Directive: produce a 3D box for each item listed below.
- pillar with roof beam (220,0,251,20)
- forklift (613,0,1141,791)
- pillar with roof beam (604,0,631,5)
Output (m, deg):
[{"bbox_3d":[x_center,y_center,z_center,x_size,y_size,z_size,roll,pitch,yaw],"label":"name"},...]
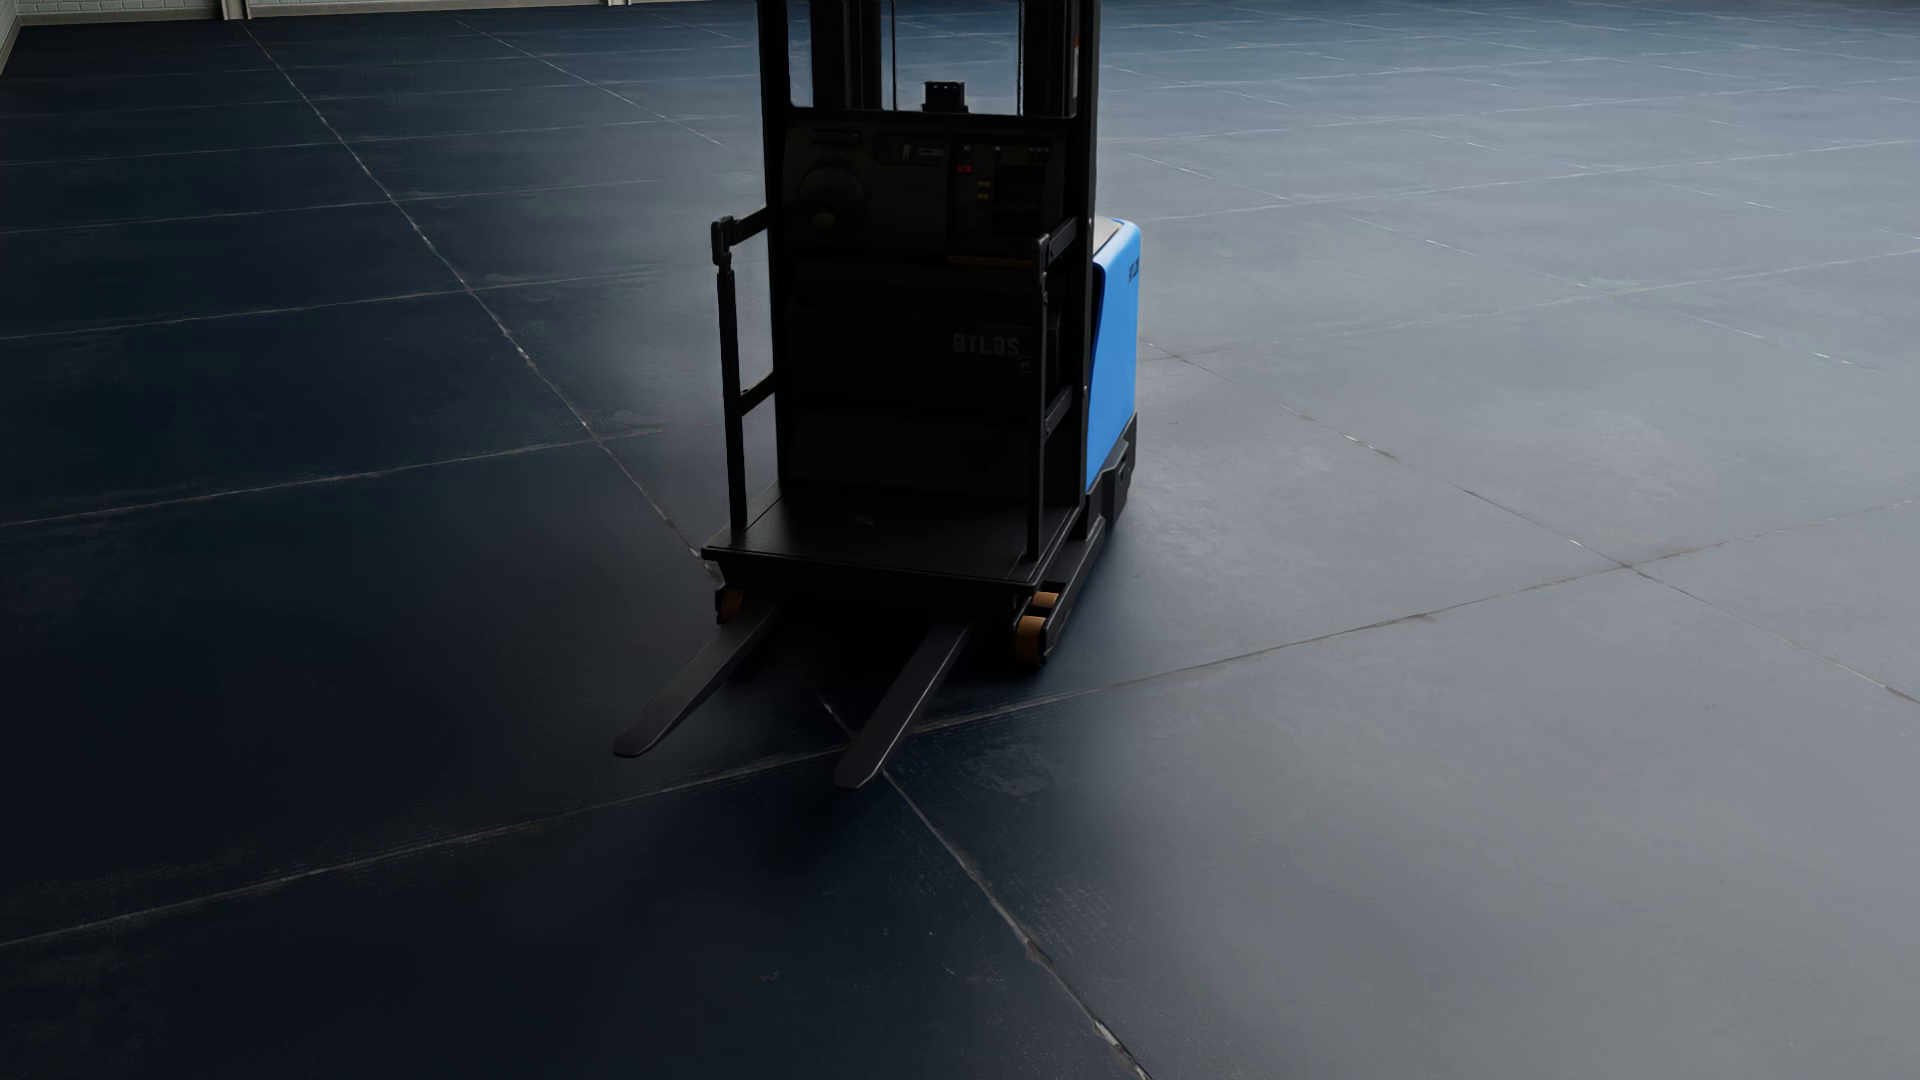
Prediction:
[{"bbox_3d":[-9.344,-10.760,20.478,0.400,9.000,9.100,-10,25,-24],"label":"pillar with roof beam"},{"bbox_3d":[-0.174,-1.116,5.113,1.130,2.935,3.031,6,23,14],"label":"forklift"},{"bbox_3d":[-3.938,-11.755,22.882,0.400,9.000,9.100,-10,25,-24],"label":"pillar with roof beam"}]
